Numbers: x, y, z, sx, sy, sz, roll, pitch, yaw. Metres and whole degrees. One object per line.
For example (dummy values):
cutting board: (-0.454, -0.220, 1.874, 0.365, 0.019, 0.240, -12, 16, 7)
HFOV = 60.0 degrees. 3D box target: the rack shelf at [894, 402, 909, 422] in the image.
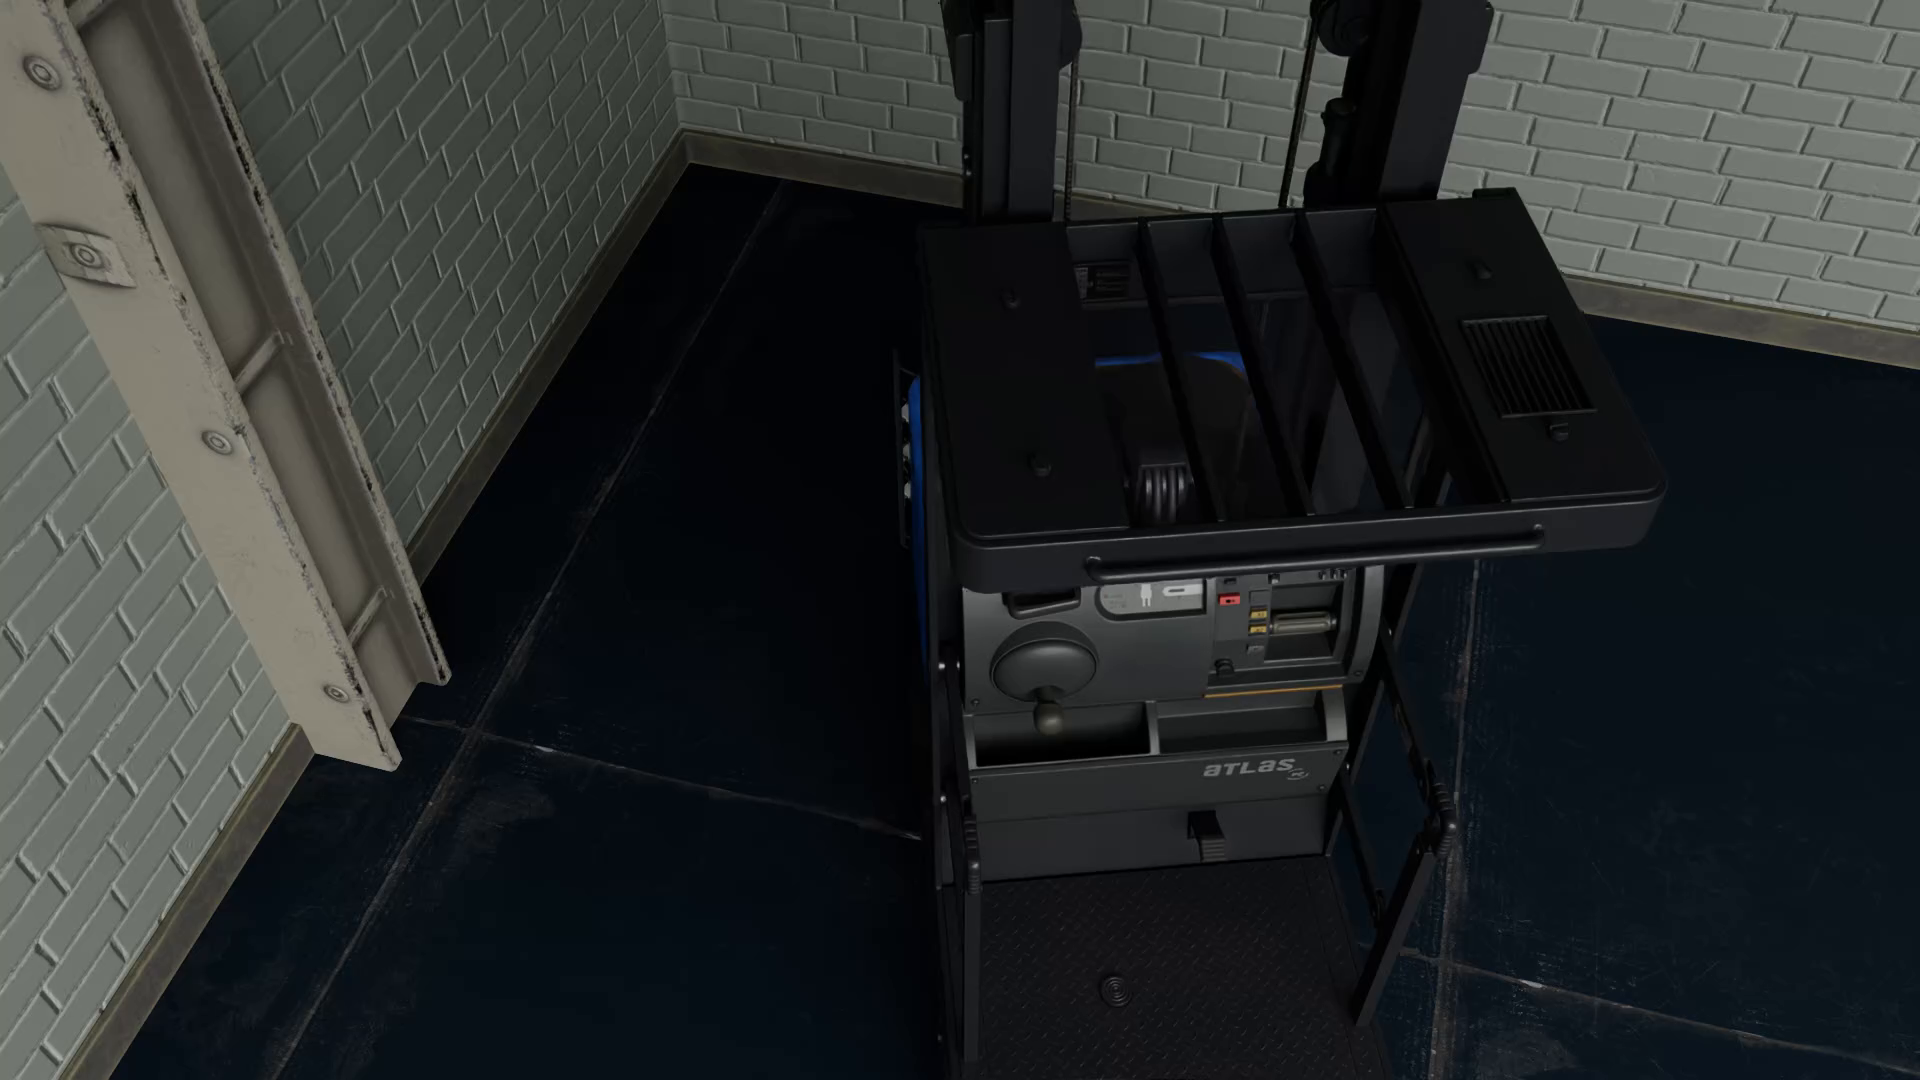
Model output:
rack shelf: (-0.047, -0.388, 5.297, 0.258, 0.077, 0.200, 28, 54, 23)

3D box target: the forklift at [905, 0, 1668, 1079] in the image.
forklift: (0.490, 0.311, 3.521, 1.130, 2.935, 3.031, -4, 49, -4)

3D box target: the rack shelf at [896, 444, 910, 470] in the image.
rack shelf: (-0.047, -0.269, 5.432, 0.258, 0.077, 0.200, 28, 54, 23)

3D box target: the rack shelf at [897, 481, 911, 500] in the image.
rack shelf: (-0.047, -0.150, 5.567, 0.258, 0.077, 0.200, 28, 54, 23)

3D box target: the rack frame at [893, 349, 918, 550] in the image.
rack frame: (-0.106, -0.229, 5.352, 0.240, 0.900, 0.006, 28, 54, 23)

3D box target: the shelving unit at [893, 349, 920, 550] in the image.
shelving unit: (-0.047, -0.291, 5.407, 0.258, 0.900, 0.210, 28, 54, 23)

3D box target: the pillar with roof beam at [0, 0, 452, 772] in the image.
pillar with roof beam: (2.315, -1.588, 1.149, 9.100, 9.000, 0.400, 12, 50, 10)

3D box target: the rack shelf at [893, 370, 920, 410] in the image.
rack shelf: (-0.047, -0.448, 5.230, 0.258, 0.077, 0.200, 28, 54, 23)

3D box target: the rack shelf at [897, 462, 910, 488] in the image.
rack shelf: (-0.047, -0.210, 5.499, 0.258, 0.077, 0.200, 28, 54, 23)

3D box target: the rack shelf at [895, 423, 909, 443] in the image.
rack shelf: (-0.047, -0.329, 5.364, 0.258, 0.077, 0.200, 28, 54, 23)
